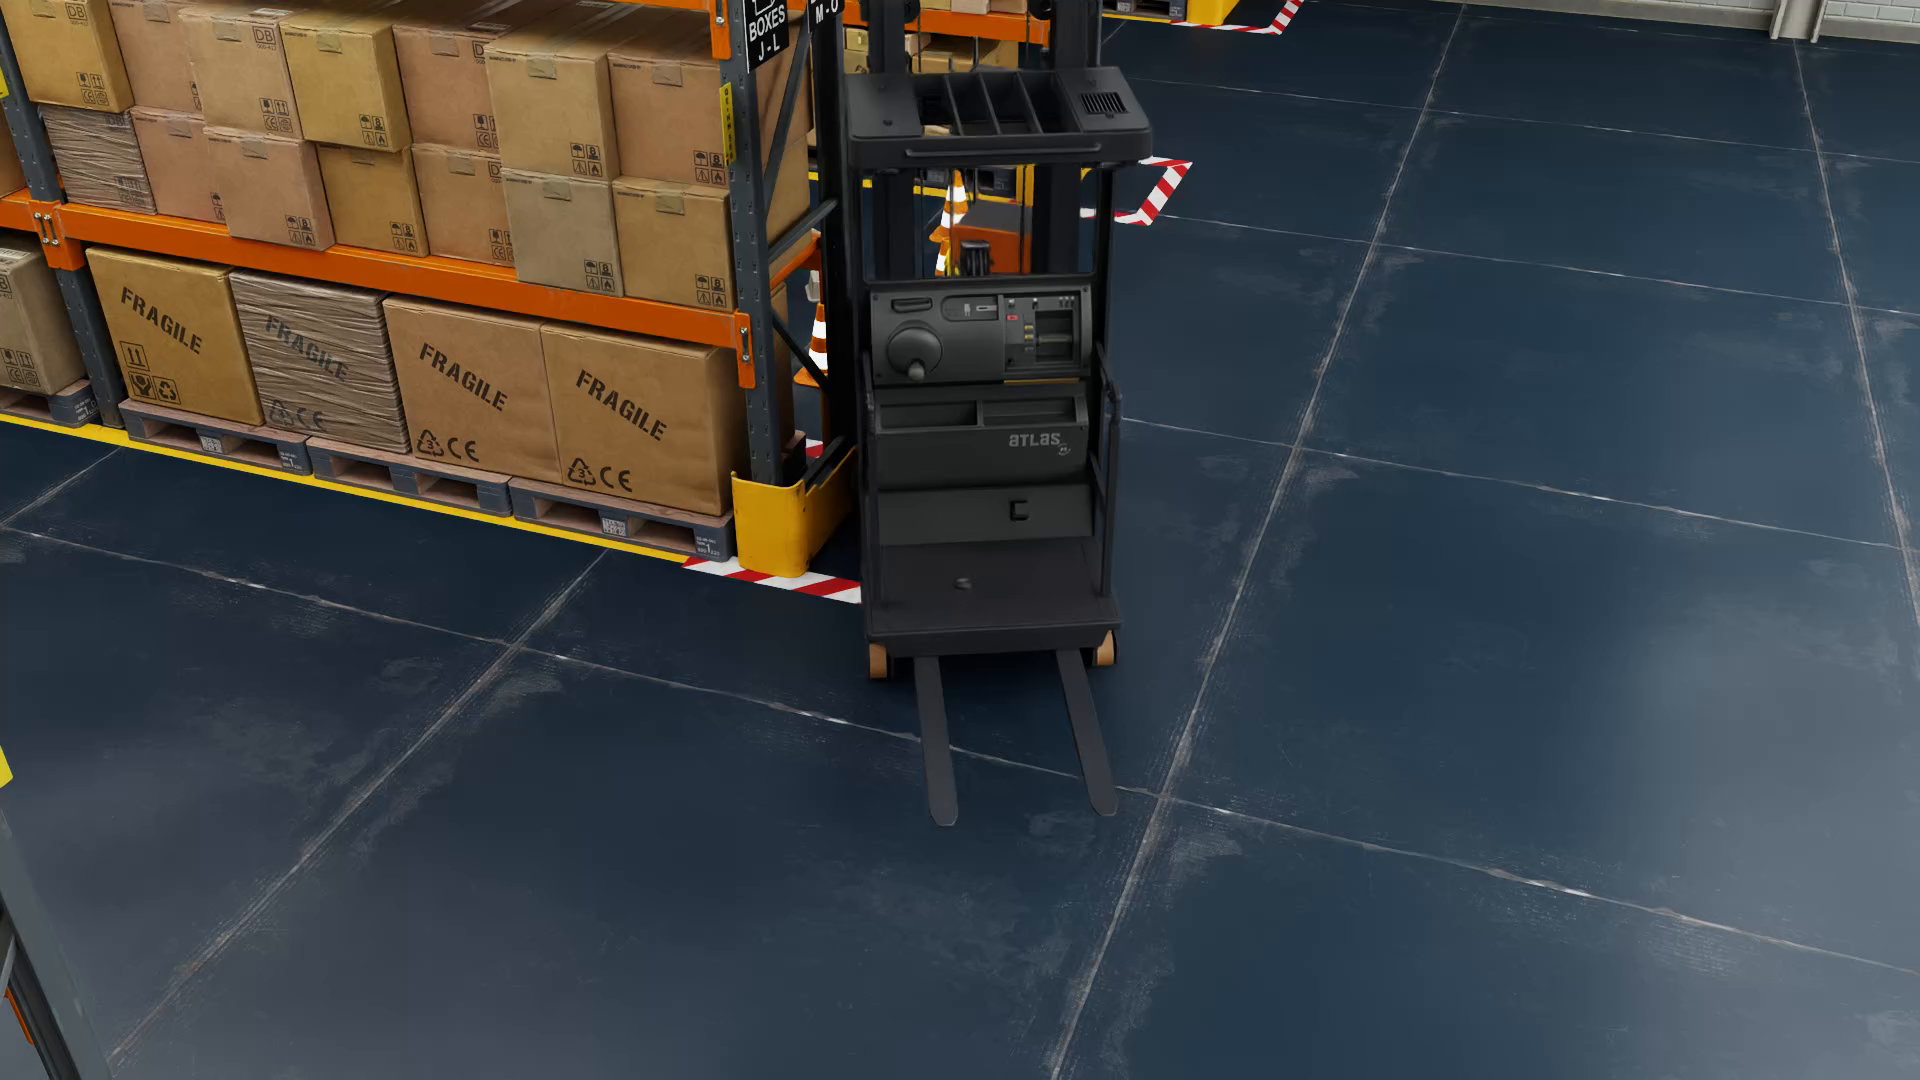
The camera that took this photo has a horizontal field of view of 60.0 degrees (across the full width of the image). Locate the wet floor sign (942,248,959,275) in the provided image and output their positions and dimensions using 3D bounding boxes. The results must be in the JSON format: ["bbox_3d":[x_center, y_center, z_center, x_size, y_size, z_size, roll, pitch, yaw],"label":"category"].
[{"bbox_3d":[-0.062,-1.418,9.851,0.232,0.644,0.267,5,33,8],"label":"wet floor sign"}]

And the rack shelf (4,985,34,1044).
[{"bbox_3d":[-4.409,1.049,4.522,4.000,0.370,1.077,11,34,16],"label":"rack shelf"}]

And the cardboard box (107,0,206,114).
[{"bbox_3d":[-3.630,-2.523,8.259,0.550,0.550,0.875,11,34,16],"label":"cardboard box"}]

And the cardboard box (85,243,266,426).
[{"bbox_3d":[-3.955,-1.266,9.017,0.875,0.875,0.875,12,35,17],"label":"cardboard box"}]

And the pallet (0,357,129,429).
[{"bbox_3d":[-5.275,-1.064,9.704,1.213,0.211,1.003,11,34,16],"label":"pallet"}]

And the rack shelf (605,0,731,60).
[{"bbox_3d":[-2.640,-2.725,7.603,4.000,0.370,1.077,11,34,16],"label":"rack shelf"}]

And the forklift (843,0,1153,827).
[{"bbox_3d":[0.112,-0.814,6.808,1.130,2.935,3.031,-3,33,-4],"label":"forklift"}]

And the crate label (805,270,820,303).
[{"bbox_3d":[-0.838,-1.648,10.676,0.298,0.136,0.250,-6,33,-9],"label":"crate label"}]

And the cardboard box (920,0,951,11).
[{"bbox_3d":[-0.117,-3.848,11.677,0.250,0.149,0.380,10,34,16],"label":"cardboard box"}]

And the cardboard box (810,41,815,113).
[{"bbox_3d":[-0.990,-3.486,12.341,0.500,0.500,0.500,10,34,15],"label":"cardboard box"}]

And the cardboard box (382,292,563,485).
[{"bbox_3d":[-2.247,-0.935,8.505,0.875,0.875,0.875,10,34,16],"label":"cardboard box"}]

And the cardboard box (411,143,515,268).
[{"bbox_3d":[-2.132,-1.765,8.080,0.550,0.550,0.875,11,34,16],"label":"cardboard box"}]

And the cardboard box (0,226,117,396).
[{"bbox_3d":[-5.138,-1.432,9.389,0.750,0.750,1.050,11,34,16],"label":"cardboard box"}]

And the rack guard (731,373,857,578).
[{"bbox_3d":[-0.735,-0.346,8.326,0.348,0.500,1.175,11,34,16],"label":"rack guard"}]

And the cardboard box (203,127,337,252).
[{"bbox_3d":[-3.178,-1.887,8.268,0.550,0.550,0.875,11,34,16],"label":"cardboard box"}]

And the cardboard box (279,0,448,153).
[{"bbox_3d":[-2.667,-2.261,7.853,0.500,0.550,0.875,11,34,16],"label":"cardboard box"}]

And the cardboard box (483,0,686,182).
[{"bbox_3d":[-1.643,-2.059,7.540,0.550,0.550,0.875,11,34,16],"label":"cardboard box"}]

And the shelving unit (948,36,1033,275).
[{"bbox_3d":[0.248,-1.473,8.596,0.503,2.100,0.431,11,34,16],"label":"shelving unit"}]

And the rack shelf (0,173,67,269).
[{"bbox_3d":[-6.406,-2.197,9.550,4.000,0.370,1.077,11,34,16],"label":"rack shelf"}]

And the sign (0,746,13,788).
[{"bbox_3d":[-2.343,0.472,3.955,0.005,0.325,0.100,11,34,16],"label":"sign"}]

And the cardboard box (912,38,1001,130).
[{"bbox_3d":[-0.025,-3.297,12.047,0.500,0.500,0.500,11,35,17],"label":"cardboard box"}]

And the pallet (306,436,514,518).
[{"bbox_3d":[-2.681,-0.560,8.923,1.213,0.211,1.003,11,34,16],"label":"pallet"}]

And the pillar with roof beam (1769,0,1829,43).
[{"bbox_3d":[6.333,-6.294,9.702,0.400,9.000,9.100,11,34,16],"label":"pillar with roof beam"}]

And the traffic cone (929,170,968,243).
[{"bbox_3d":[-0.023,-2.301,11.388,0.334,0.463,0.336,11,34,16],"label":"traffic cone"}]

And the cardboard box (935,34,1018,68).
[{"bbox_3d":[0.129,-3.576,12.480,0.500,0.500,0.500,10,34,15],"label":"cardboard box"}]

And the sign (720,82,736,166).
[{"bbox_3d":[-0.954,-1.712,6.851,0.005,0.325,0.100,11,34,16],"label":"sign"}]

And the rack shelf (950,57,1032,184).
[{"bbox_3d":[0.248,-2.050,8.224,0.480,0.518,0.431,11,34,16],"label":"rack shelf"}]

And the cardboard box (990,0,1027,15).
[{"bbox_3d":[0.393,-3.801,11.603,0.250,0.149,0.380,12,35,18],"label":"cardboard box"}]

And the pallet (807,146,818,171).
[{"bbox_3d":[-1.152,-3.180,12.981,1.213,0.211,1.003,11,34,16],"label":"pallet"}]

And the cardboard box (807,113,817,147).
[{"bbox_3d":[-1.014,-3.171,12.543,0.500,0.250,0.500,10,34,15],"label":"cardboard box"}]

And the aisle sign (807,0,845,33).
[{"bbox_3d":[-0.590,-2.633,7.167,0.004,0.787,0.394,11,34,16],"label":"aisle sign"}]

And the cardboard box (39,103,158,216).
[{"bbox_3d":[-4.172,-2.135,8.652,0.550,0.550,0.875,11,34,16],"label":"cardboard box"}]

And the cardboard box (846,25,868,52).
[{"bbox_3d":[-0.629,-3.650,11.996,0.250,0.149,0.380,12,35,17],"label":"cardboard box"}]

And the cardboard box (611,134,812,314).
[{"bbox_3d":[-1.122,-1.509,7.683,0.550,0.550,0.875,11,34,16],"label":"cardboard box"}]

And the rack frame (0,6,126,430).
[{"bbox_3d":[-4.523,-2.133,8.788,0.127,3.000,1.000,11,34,16],"label":"rack frame"}]
